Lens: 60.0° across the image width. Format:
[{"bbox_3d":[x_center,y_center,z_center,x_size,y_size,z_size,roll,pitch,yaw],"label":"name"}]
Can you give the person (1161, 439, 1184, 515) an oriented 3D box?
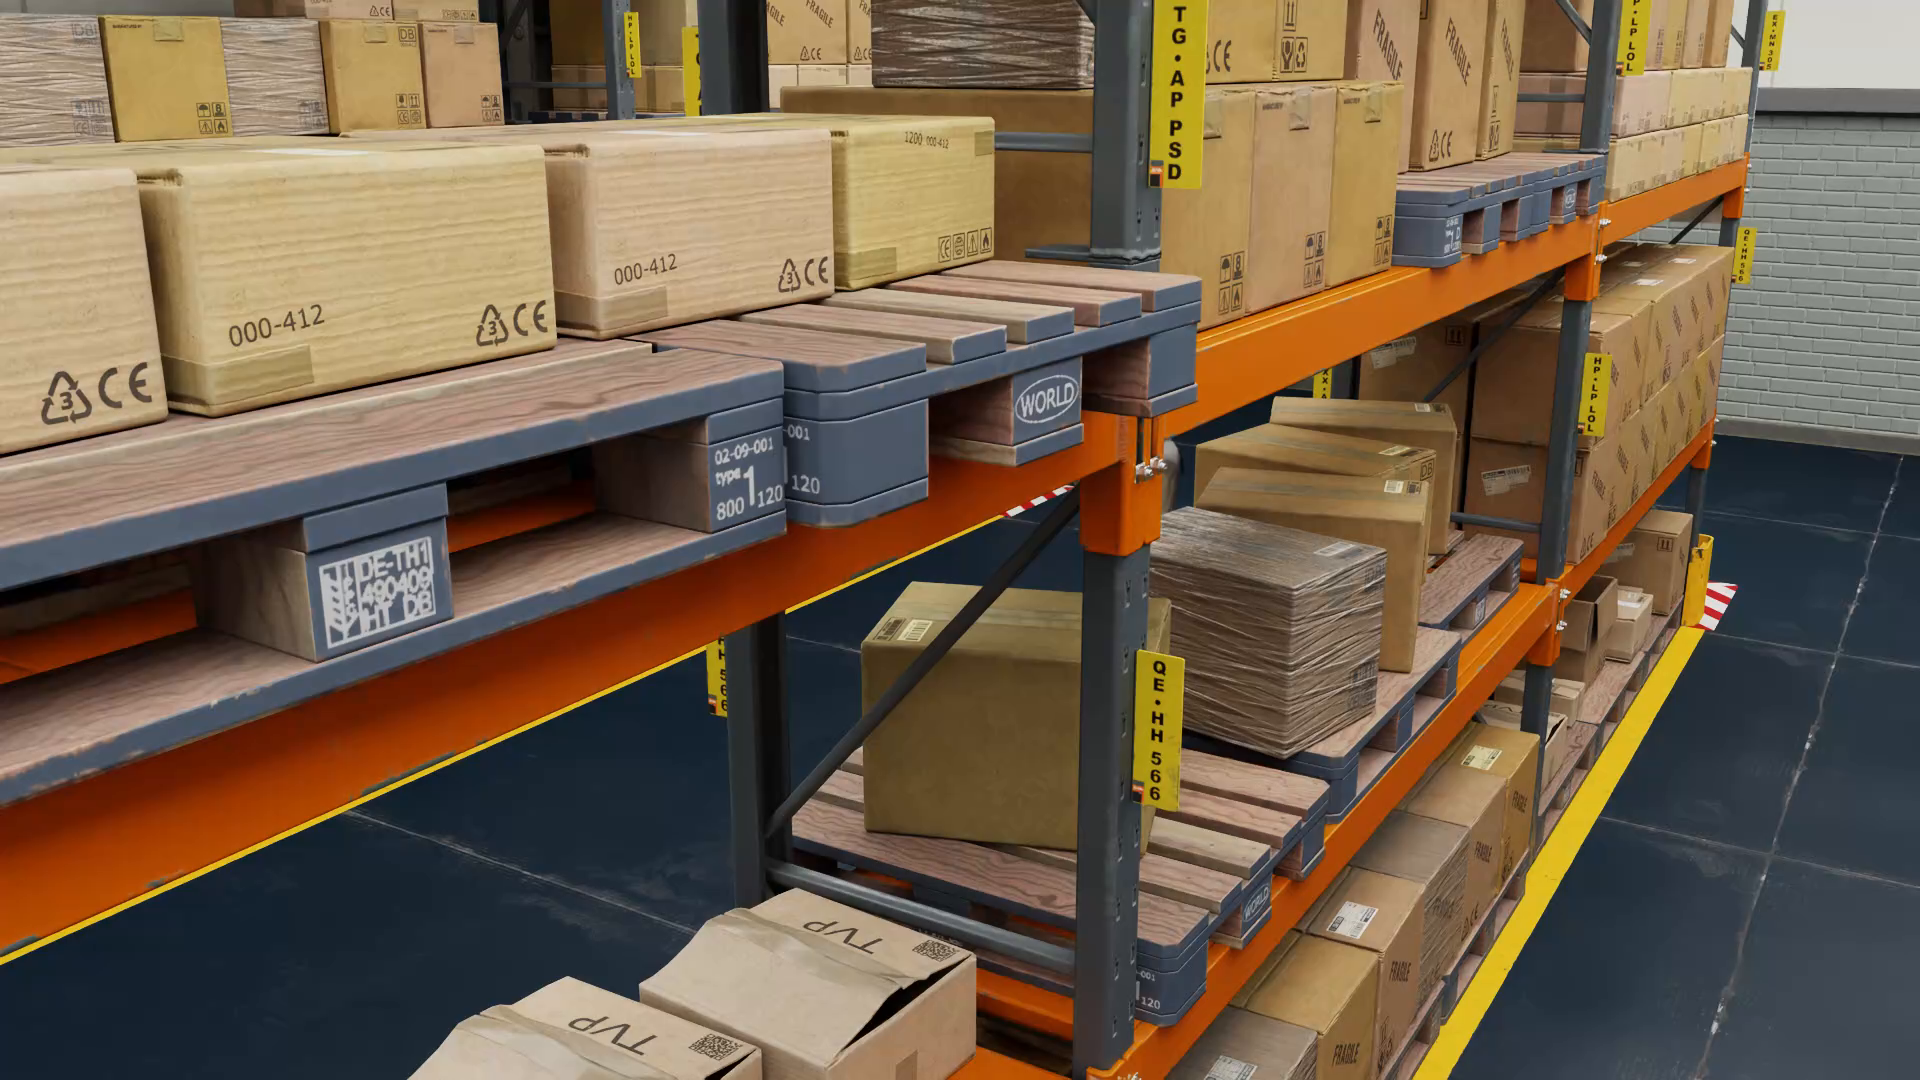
[{"bbox_3d":[1.134,-0.090,9.294,0.718,1.665,0.467,4,17,12],"label":"person"}]
